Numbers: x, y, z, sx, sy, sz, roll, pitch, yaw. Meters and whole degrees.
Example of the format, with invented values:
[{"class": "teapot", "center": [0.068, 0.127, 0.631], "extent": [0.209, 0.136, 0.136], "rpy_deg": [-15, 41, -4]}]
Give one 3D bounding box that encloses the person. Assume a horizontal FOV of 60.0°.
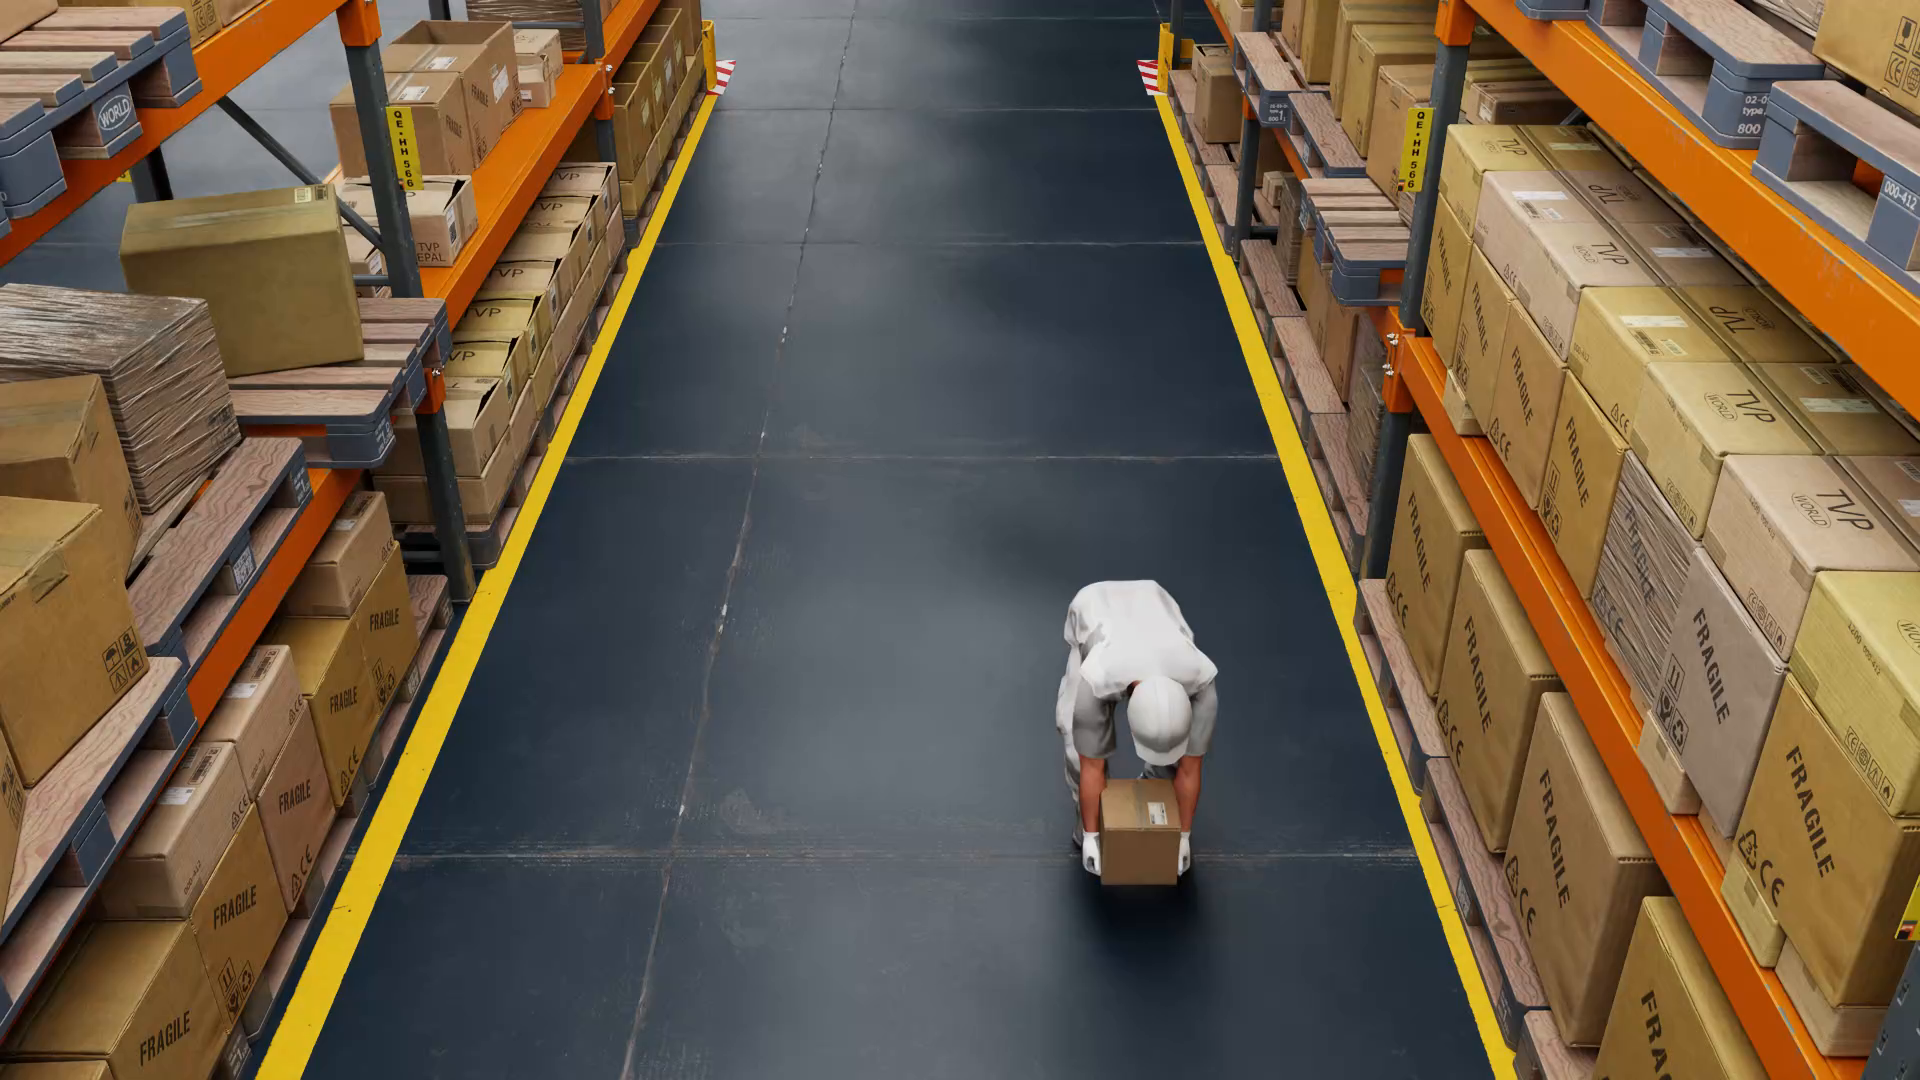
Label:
[{"class": "person", "center": [0.602, 0.689, 5.723], "extent": [0.529, 1.011, 0.958], "rpy_deg": [-2, 31, -3]}]
